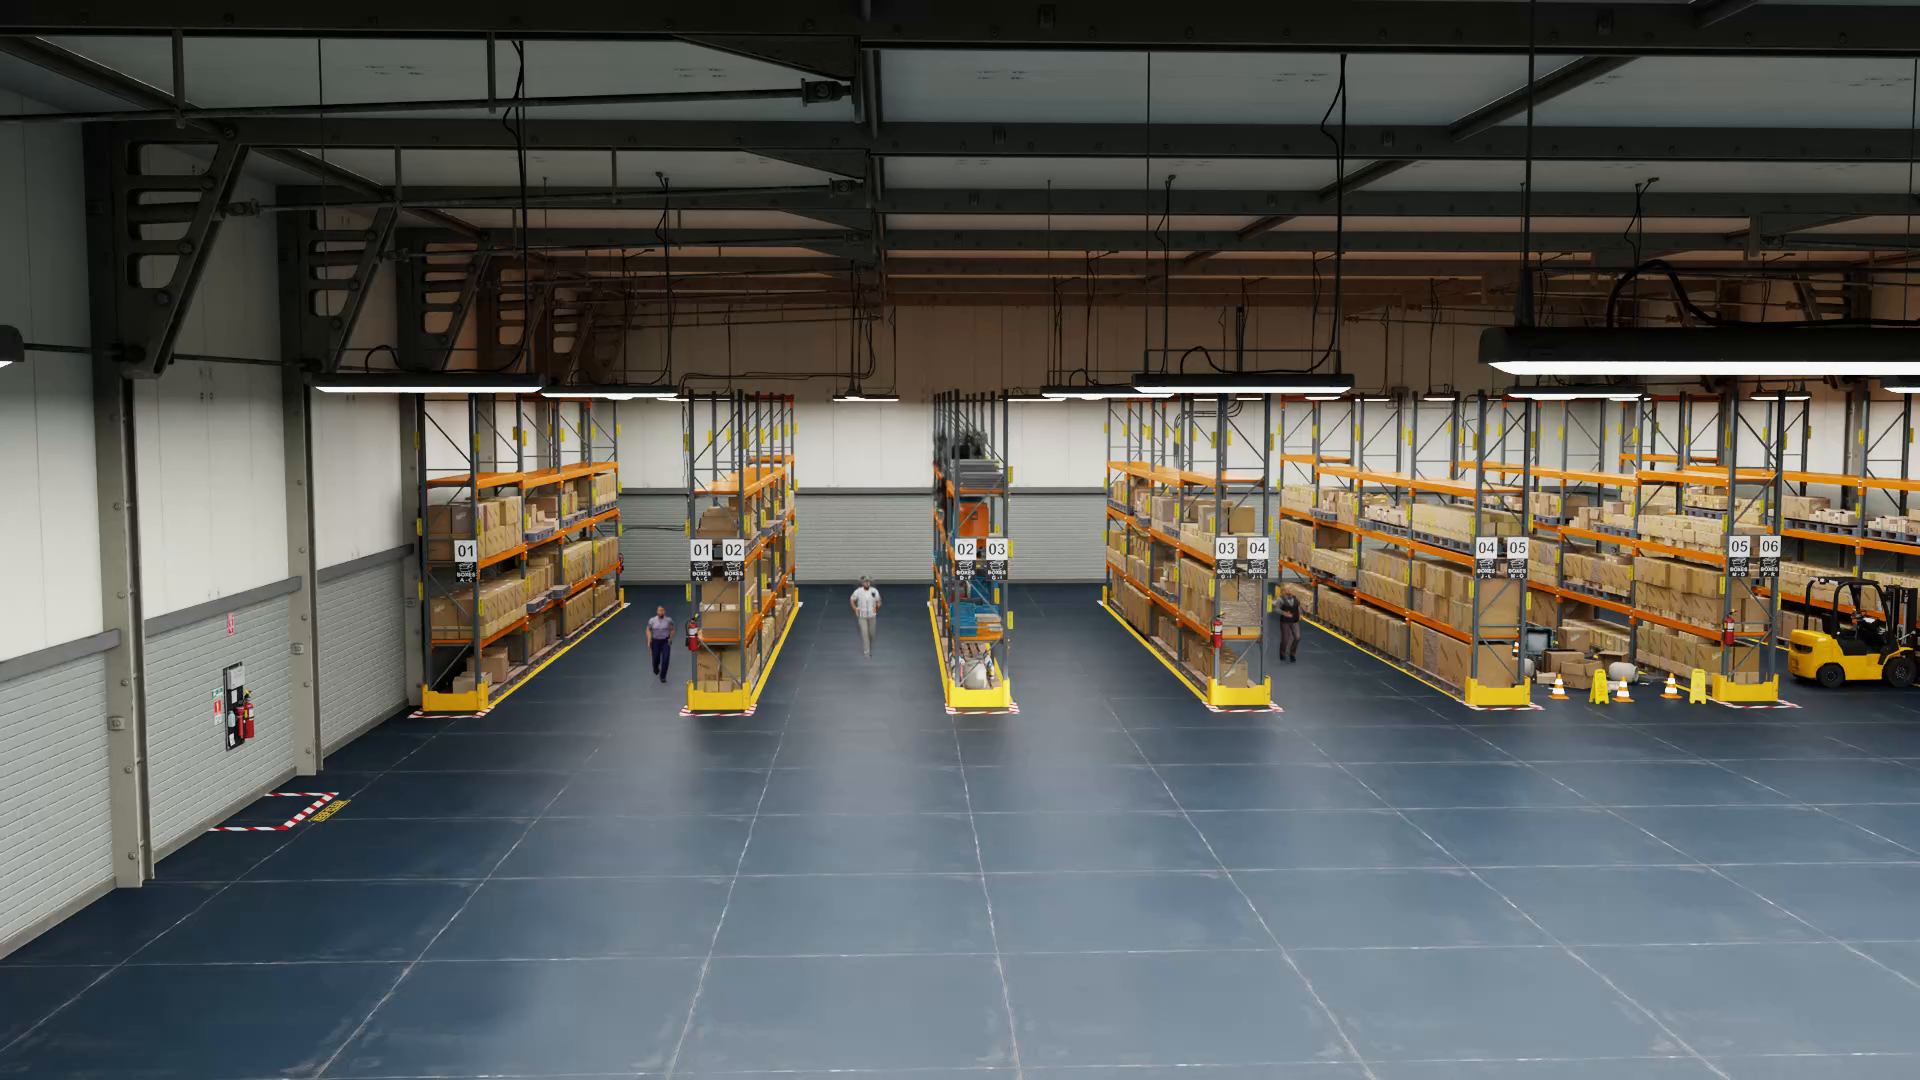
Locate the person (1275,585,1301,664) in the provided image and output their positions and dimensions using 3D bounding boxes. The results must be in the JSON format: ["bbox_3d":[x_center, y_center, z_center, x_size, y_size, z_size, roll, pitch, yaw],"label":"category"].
[{"bbox_3d":[7.313,1.870,36.949,0.661,1.745,0.707,-1,5,-6],"label":"person"}]

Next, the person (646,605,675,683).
[{"bbox_3d":[-6.175,2.136,34.351,0.594,1.598,0.585,-1,5,-11],"label":"person"}]

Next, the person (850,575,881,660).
[{"bbox_3d":[-2.015,1.651,35.773,0.671,1.815,0.703,-1,5,-11],"label":"person"}]
